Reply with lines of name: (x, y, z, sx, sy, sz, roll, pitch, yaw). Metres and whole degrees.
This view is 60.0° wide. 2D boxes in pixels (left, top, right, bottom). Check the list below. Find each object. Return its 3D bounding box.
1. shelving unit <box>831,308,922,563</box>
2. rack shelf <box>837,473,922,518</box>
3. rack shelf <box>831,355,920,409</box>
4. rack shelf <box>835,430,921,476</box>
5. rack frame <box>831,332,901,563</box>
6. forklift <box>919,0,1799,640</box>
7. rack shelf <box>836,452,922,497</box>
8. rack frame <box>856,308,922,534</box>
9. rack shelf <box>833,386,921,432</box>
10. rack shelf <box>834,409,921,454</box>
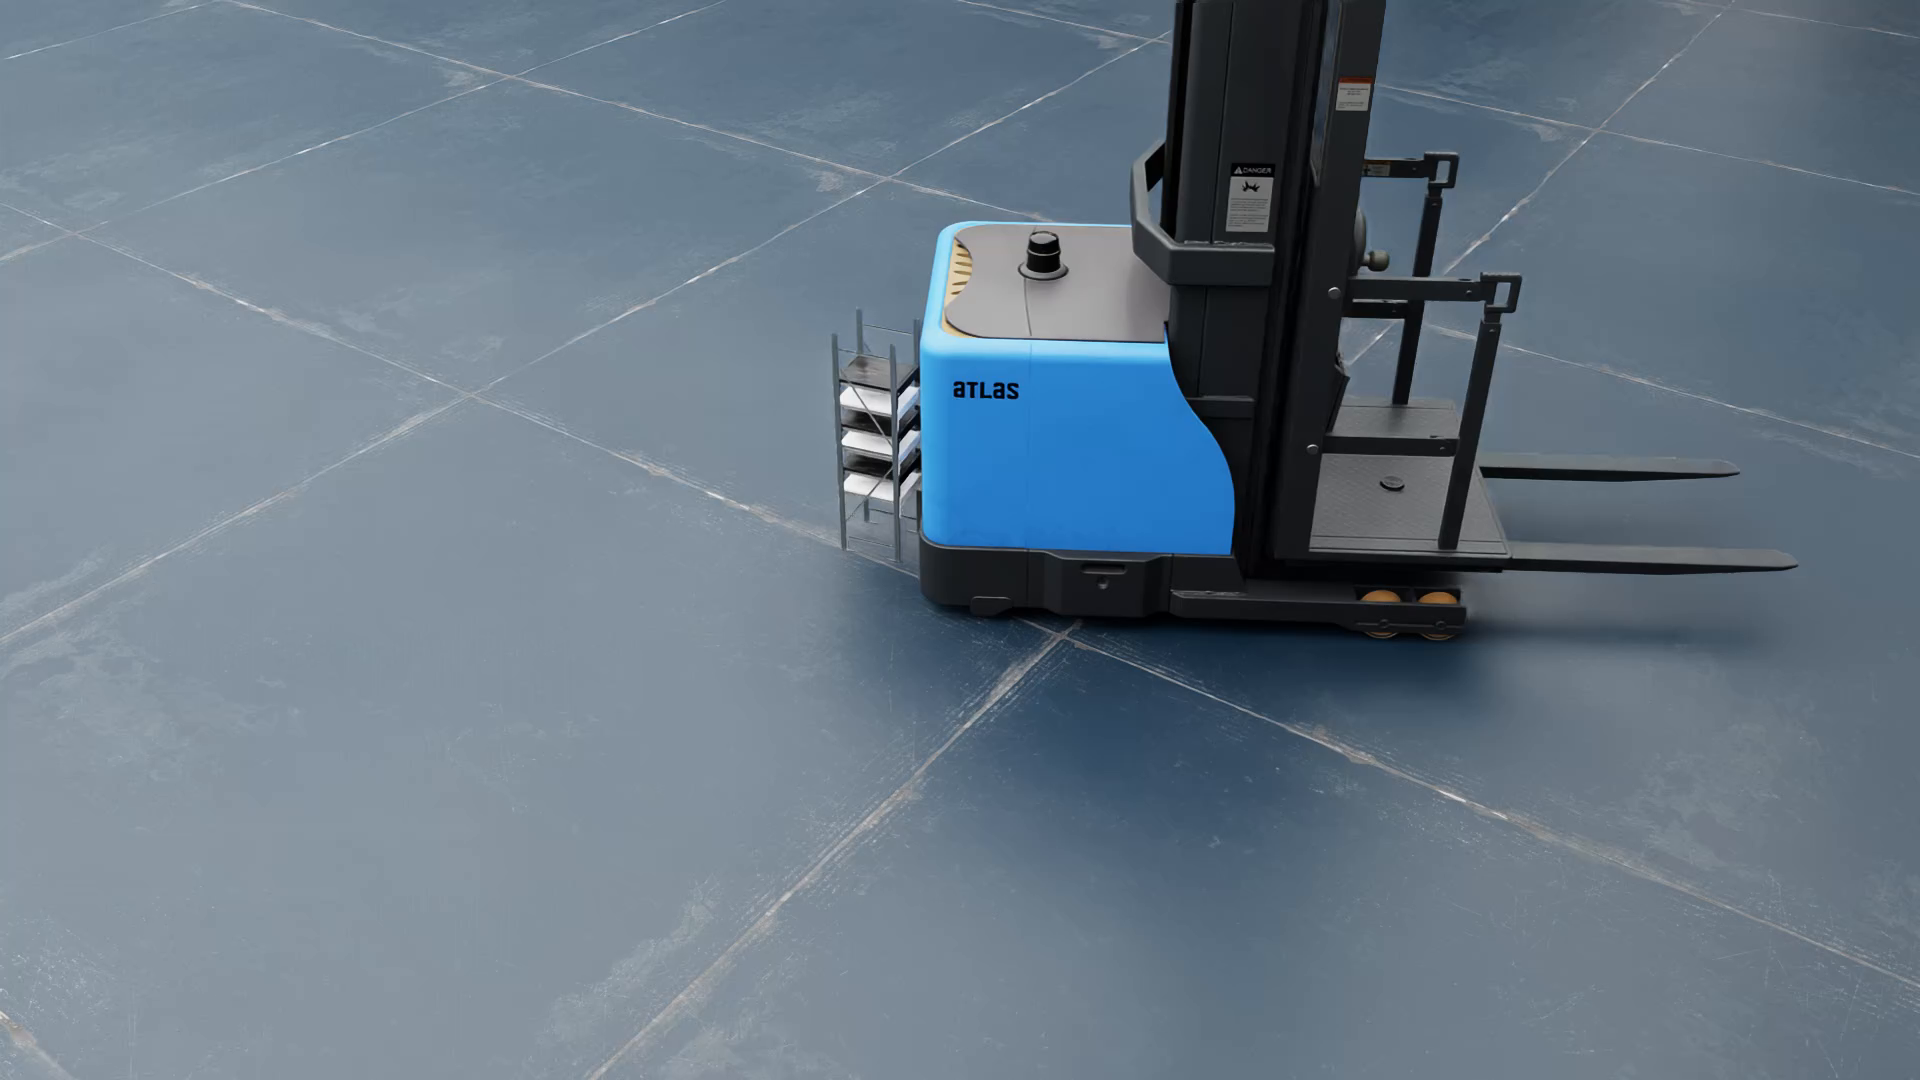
shelving unit: (-0.292, -0.366, 5.988, 0.258, 0.900, 0.210, 13, 36, 18)
rack shelf: (-0.292, -0.189, 6.107, 0.258, 0.077, 0.200, 13, 36, 18)
rack shelf: (-0.292, -0.562, 5.855, 0.258, 0.077, 0.200, 13, 36, 18)
rack shelf: (-0.292, -0.338, 6.006, 0.258, 0.077, 0.200, 13, 36, 18)
rack frame: (-0.330, -0.313, 5.909, 0.240, 0.900, 0.006, 13, 36, 18)
forklift: (1.396, -1.176, 5.373, 3.031, 2.935, 1.130, 2, 34, 3)
rack shelf: (-0.292, -0.264, 6.057, 0.258, 0.077, 0.200, 13, 36, 18)
rack frame: (-0.254, -0.419, 6.066, 0.240, 0.900, 0.006, 13, 36, 18)
rack shelf: (-0.292, -0.488, 5.906, 0.258, 0.077, 0.200, 13, 36, 18)
rack shelf: (-0.292, -0.413, 5.956, 0.258, 0.077, 0.200, 13, 36, 18)
